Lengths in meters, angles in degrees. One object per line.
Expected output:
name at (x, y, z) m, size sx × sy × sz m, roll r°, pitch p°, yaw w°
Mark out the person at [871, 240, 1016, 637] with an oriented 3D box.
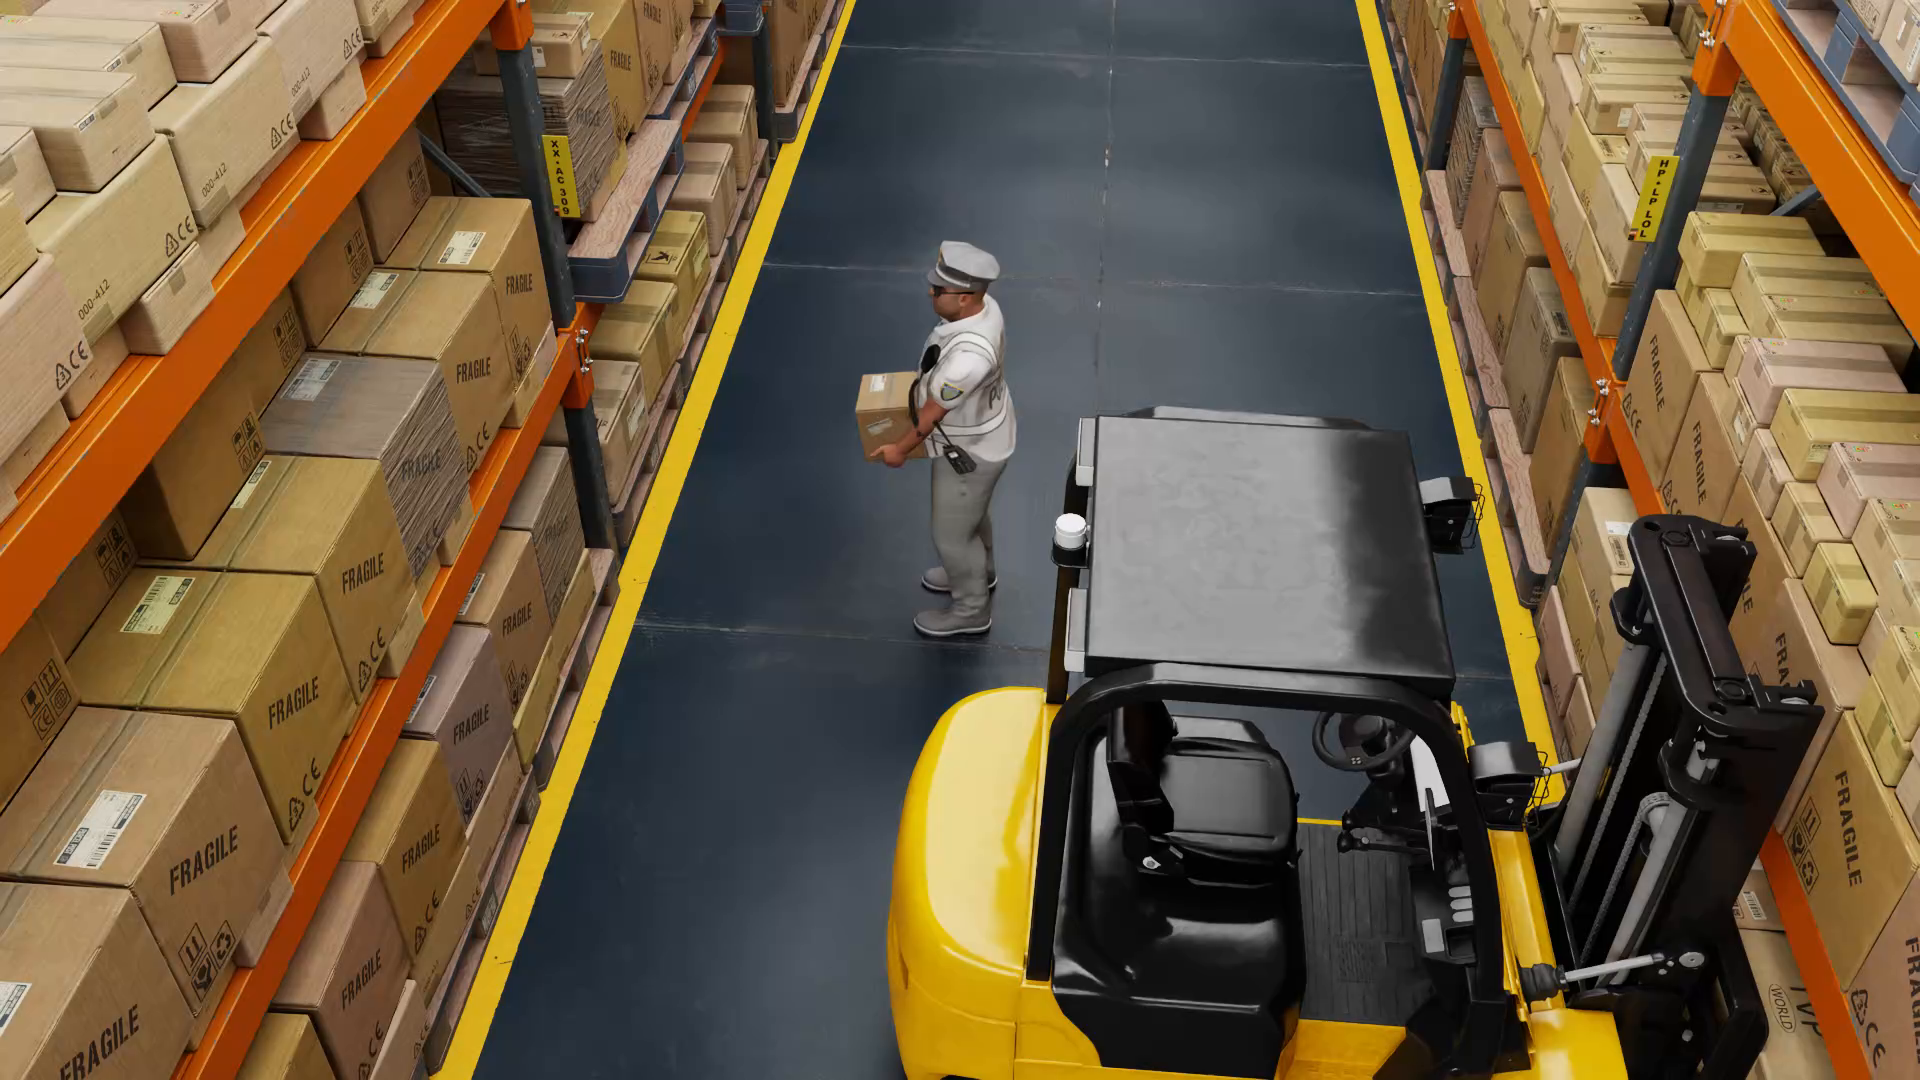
person at (-0.061, -0.388, 6.613) m, size 0.568 × 1.765 × 0.490 m, roll 3°, pitch 40°, yaw 3°
